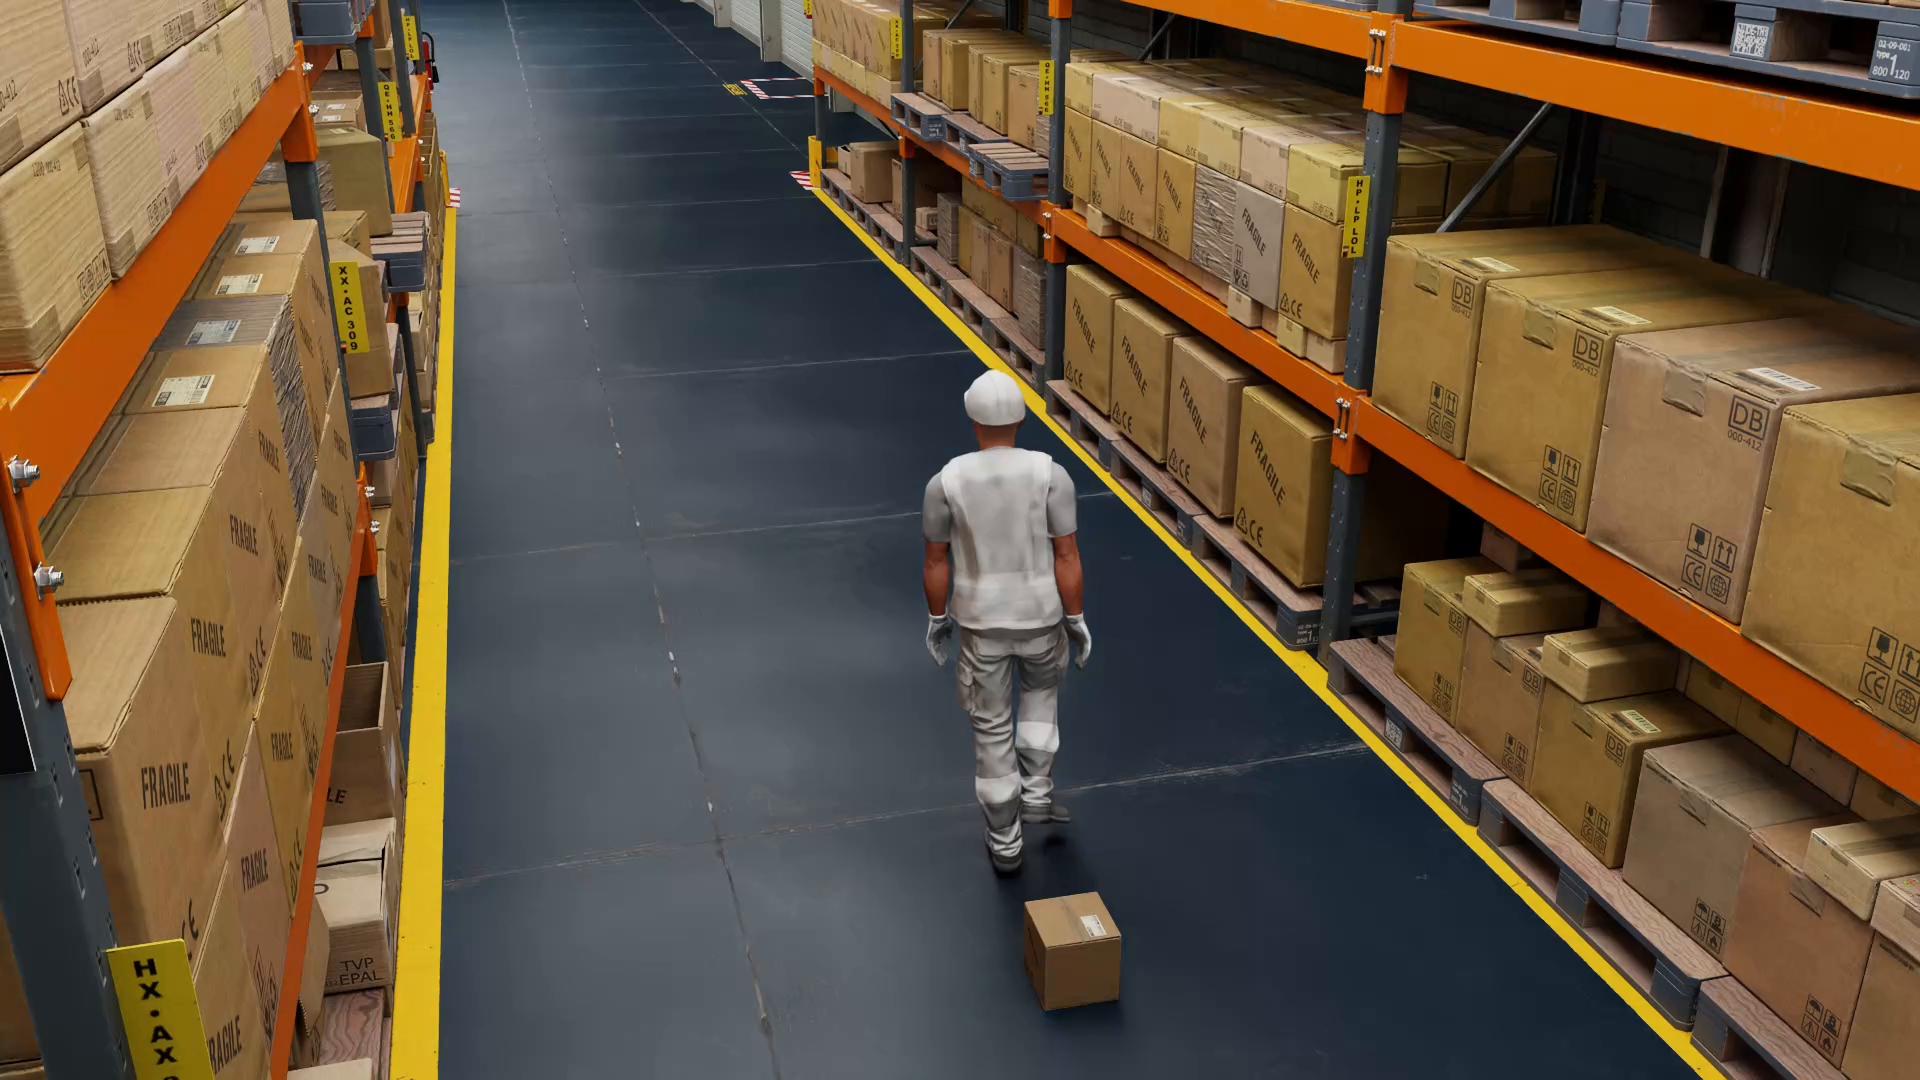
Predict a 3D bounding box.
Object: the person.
[{"bbox_3d":[0.159,0.282,5.837,0.580,1.768,0.502,-1,23,-3],"label":"person"}]
